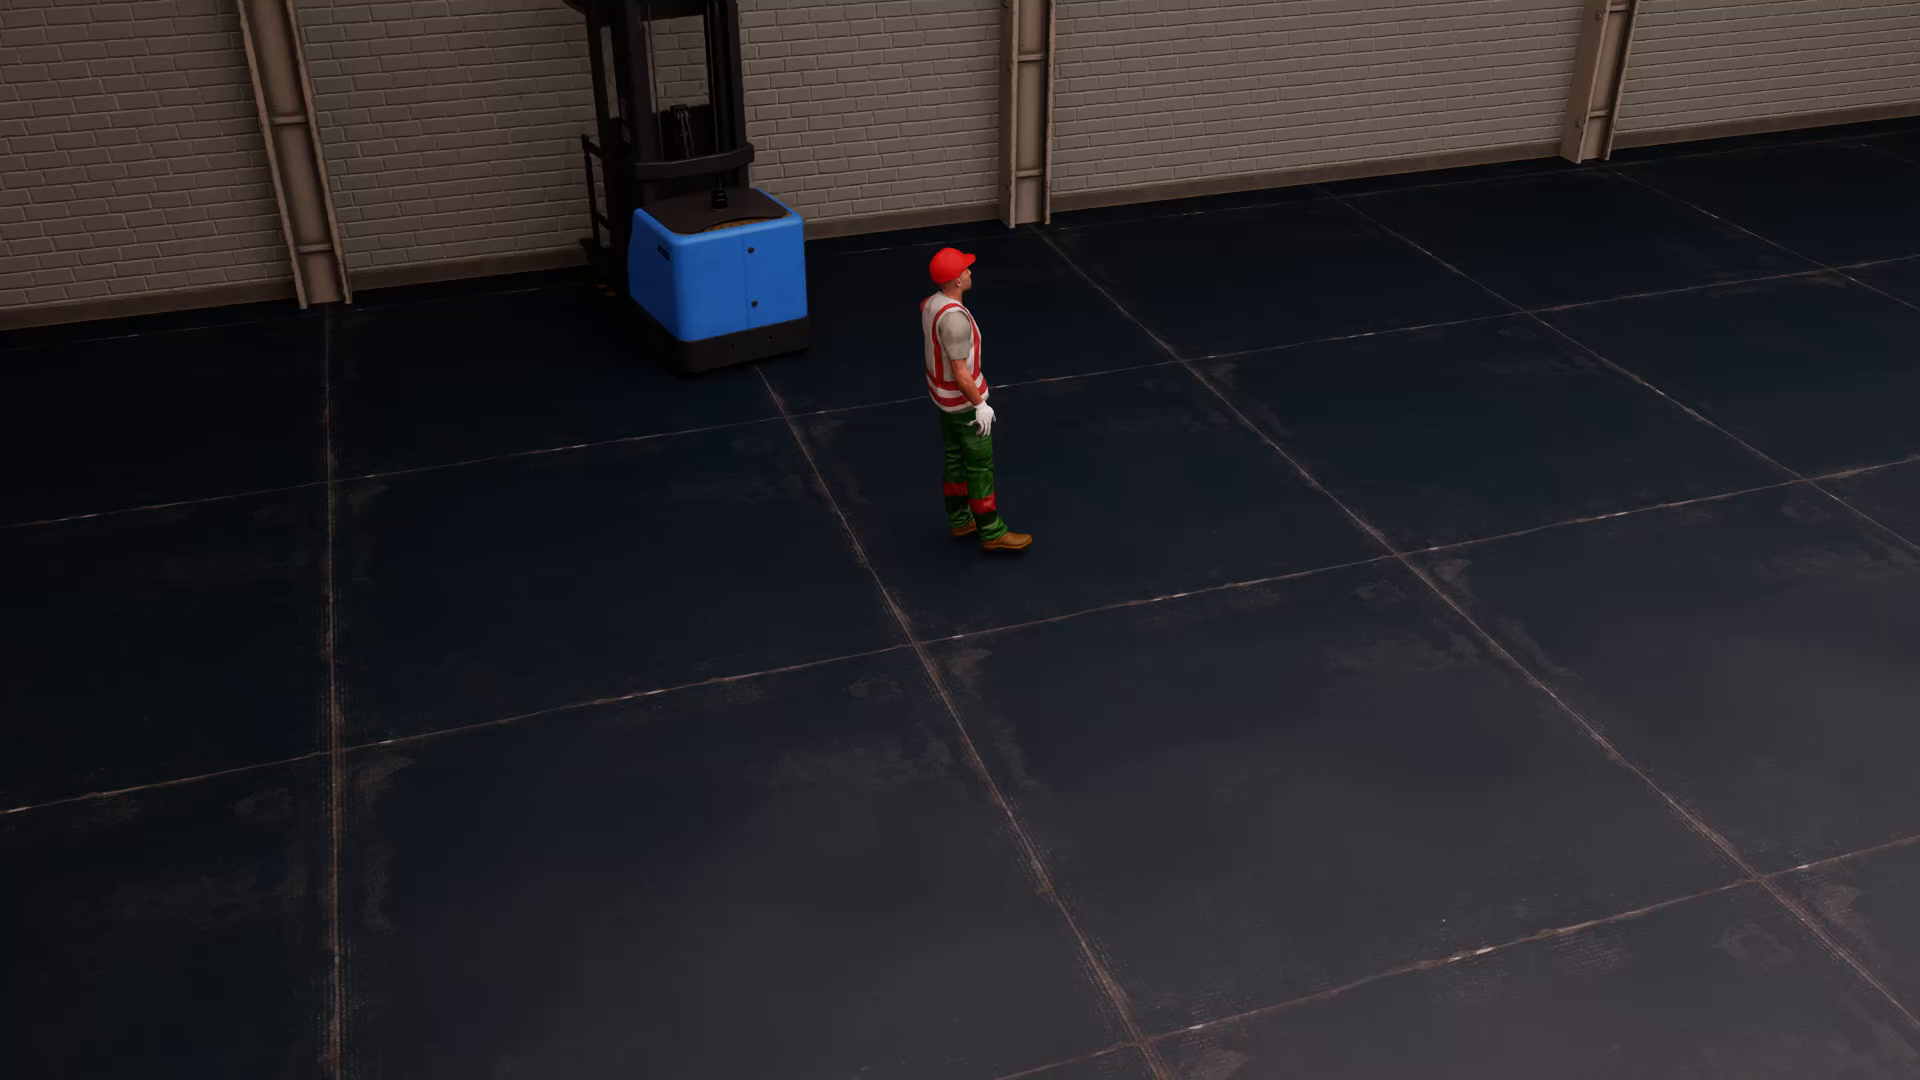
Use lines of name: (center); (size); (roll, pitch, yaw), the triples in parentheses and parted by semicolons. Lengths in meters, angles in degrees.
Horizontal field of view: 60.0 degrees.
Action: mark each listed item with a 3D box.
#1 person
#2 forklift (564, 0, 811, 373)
person: (0.080, -0.824, 9.568); (0.561, 1.789, 0.637); (-10, 31, -16)
forklift: (-2.289, -3.175, 12.606); (1.130, 2.935, 3.031); (-16, 34, -26)
